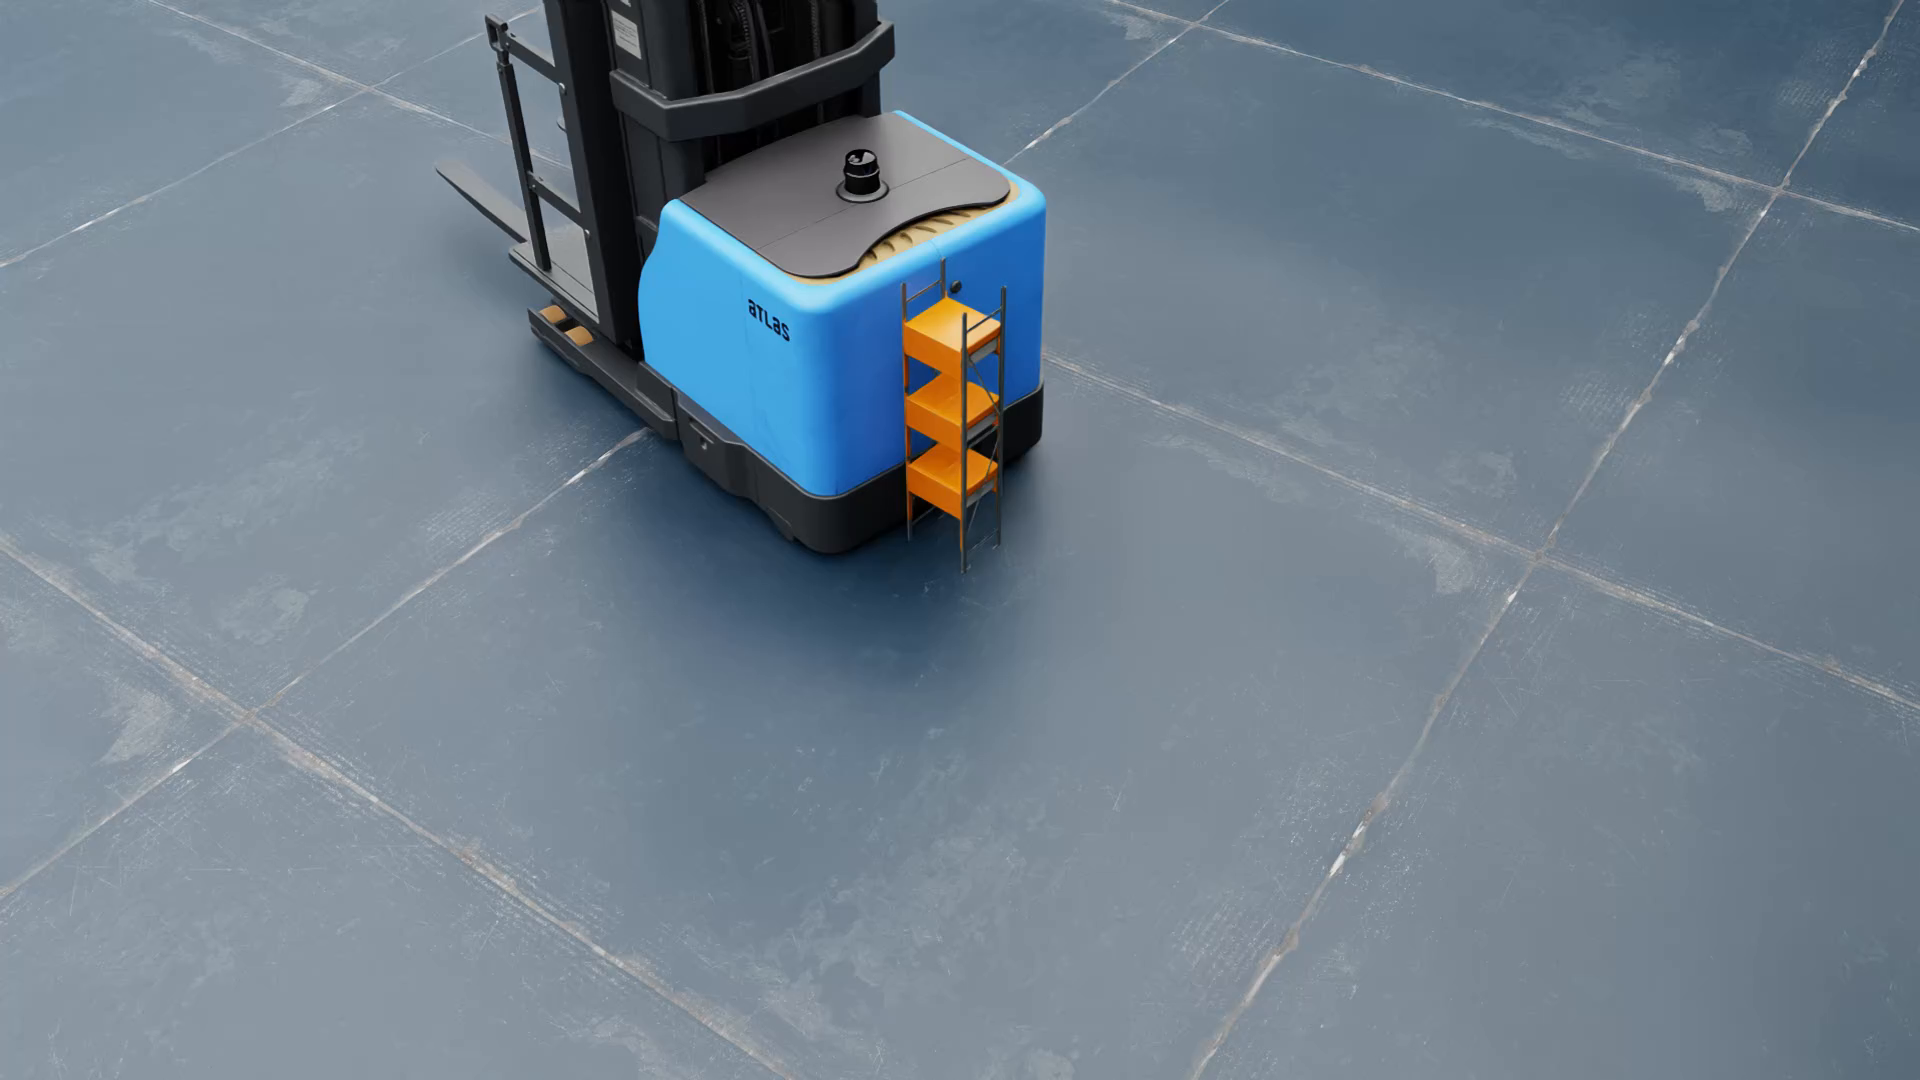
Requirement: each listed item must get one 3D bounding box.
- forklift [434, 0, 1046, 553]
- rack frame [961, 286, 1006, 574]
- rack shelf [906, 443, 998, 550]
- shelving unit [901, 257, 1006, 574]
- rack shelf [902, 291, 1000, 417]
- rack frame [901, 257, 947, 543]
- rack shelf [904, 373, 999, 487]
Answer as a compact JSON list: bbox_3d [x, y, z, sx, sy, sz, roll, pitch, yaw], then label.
[{"bbox_3d":[-1.048,-1.955,5.736,1.130,2.935,3.031,-30,50,-29],"label":"forklift"},{"bbox_3d":[0.073,-0.327,5.328,0.008,1.050,0.200,30,50,29],"label":"rack frame"},{"bbox_3d":[-0.020,-0.165,5.580,0.240,0.259,0.215,30,50,29],"label":"rack shelf"},{"bbox_3d":[-0.020,-0.380,5.388,0.252,1.050,0.215,30,50,29],"label":"shelving unit"},{"bbox_3d":[-0.020,-0.584,5.205,0.240,0.259,0.215,30,50,29],"label":"rack shelf"},{"bbox_3d":[-0.112,-0.433,5.447,0.008,1.050,0.200,30,50,29],"label":"rack frame"},{"bbox_3d":[-0.020,-0.372,5.395,0.240,0.259,0.215,30,50,29],"label":"rack shelf"}]
